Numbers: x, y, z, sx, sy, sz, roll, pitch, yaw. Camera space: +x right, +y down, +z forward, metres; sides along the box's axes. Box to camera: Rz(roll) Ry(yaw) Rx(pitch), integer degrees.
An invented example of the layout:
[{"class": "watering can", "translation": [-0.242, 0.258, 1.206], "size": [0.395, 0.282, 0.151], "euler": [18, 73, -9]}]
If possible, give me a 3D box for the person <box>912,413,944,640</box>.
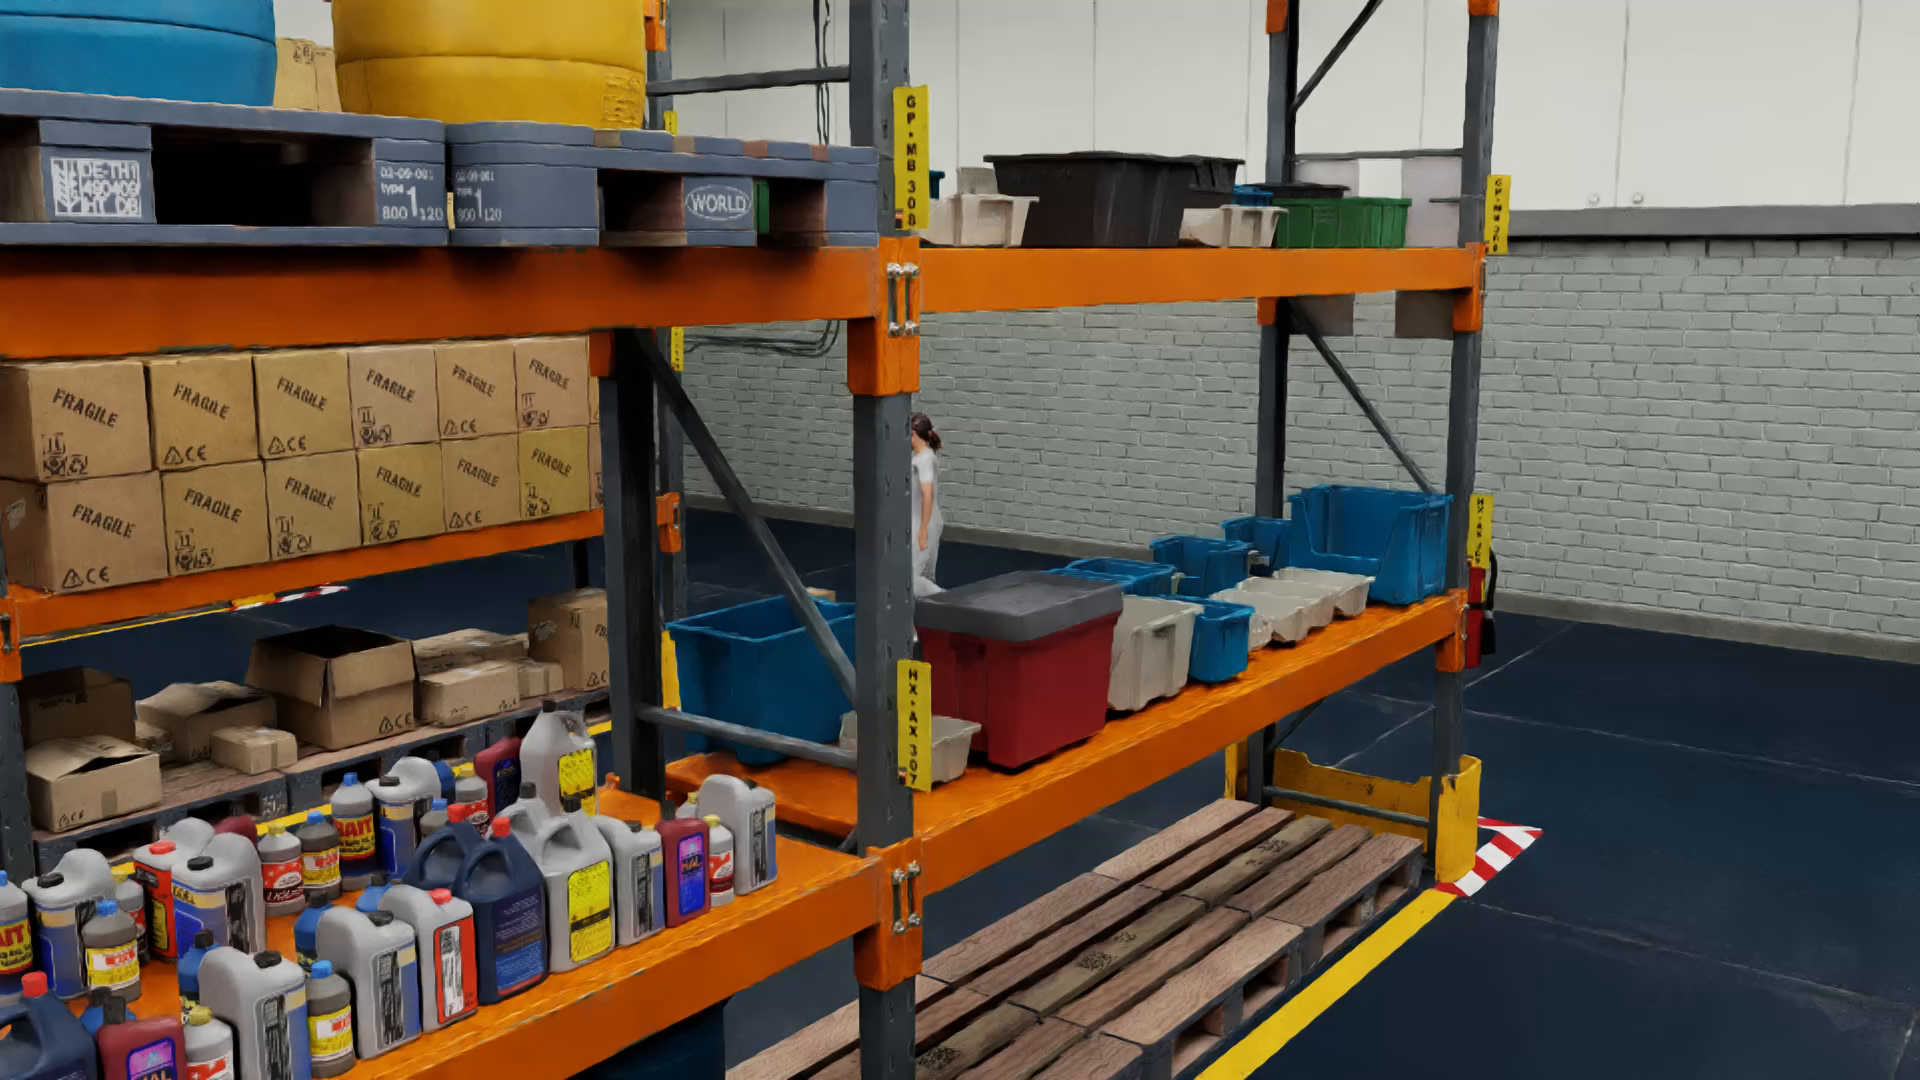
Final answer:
[{"class": "person", "translation": [-0.219, -0.049, 11.762], "size": [0.526, 1.620, 0.510], "euler": [-1, 10, -5]}]
